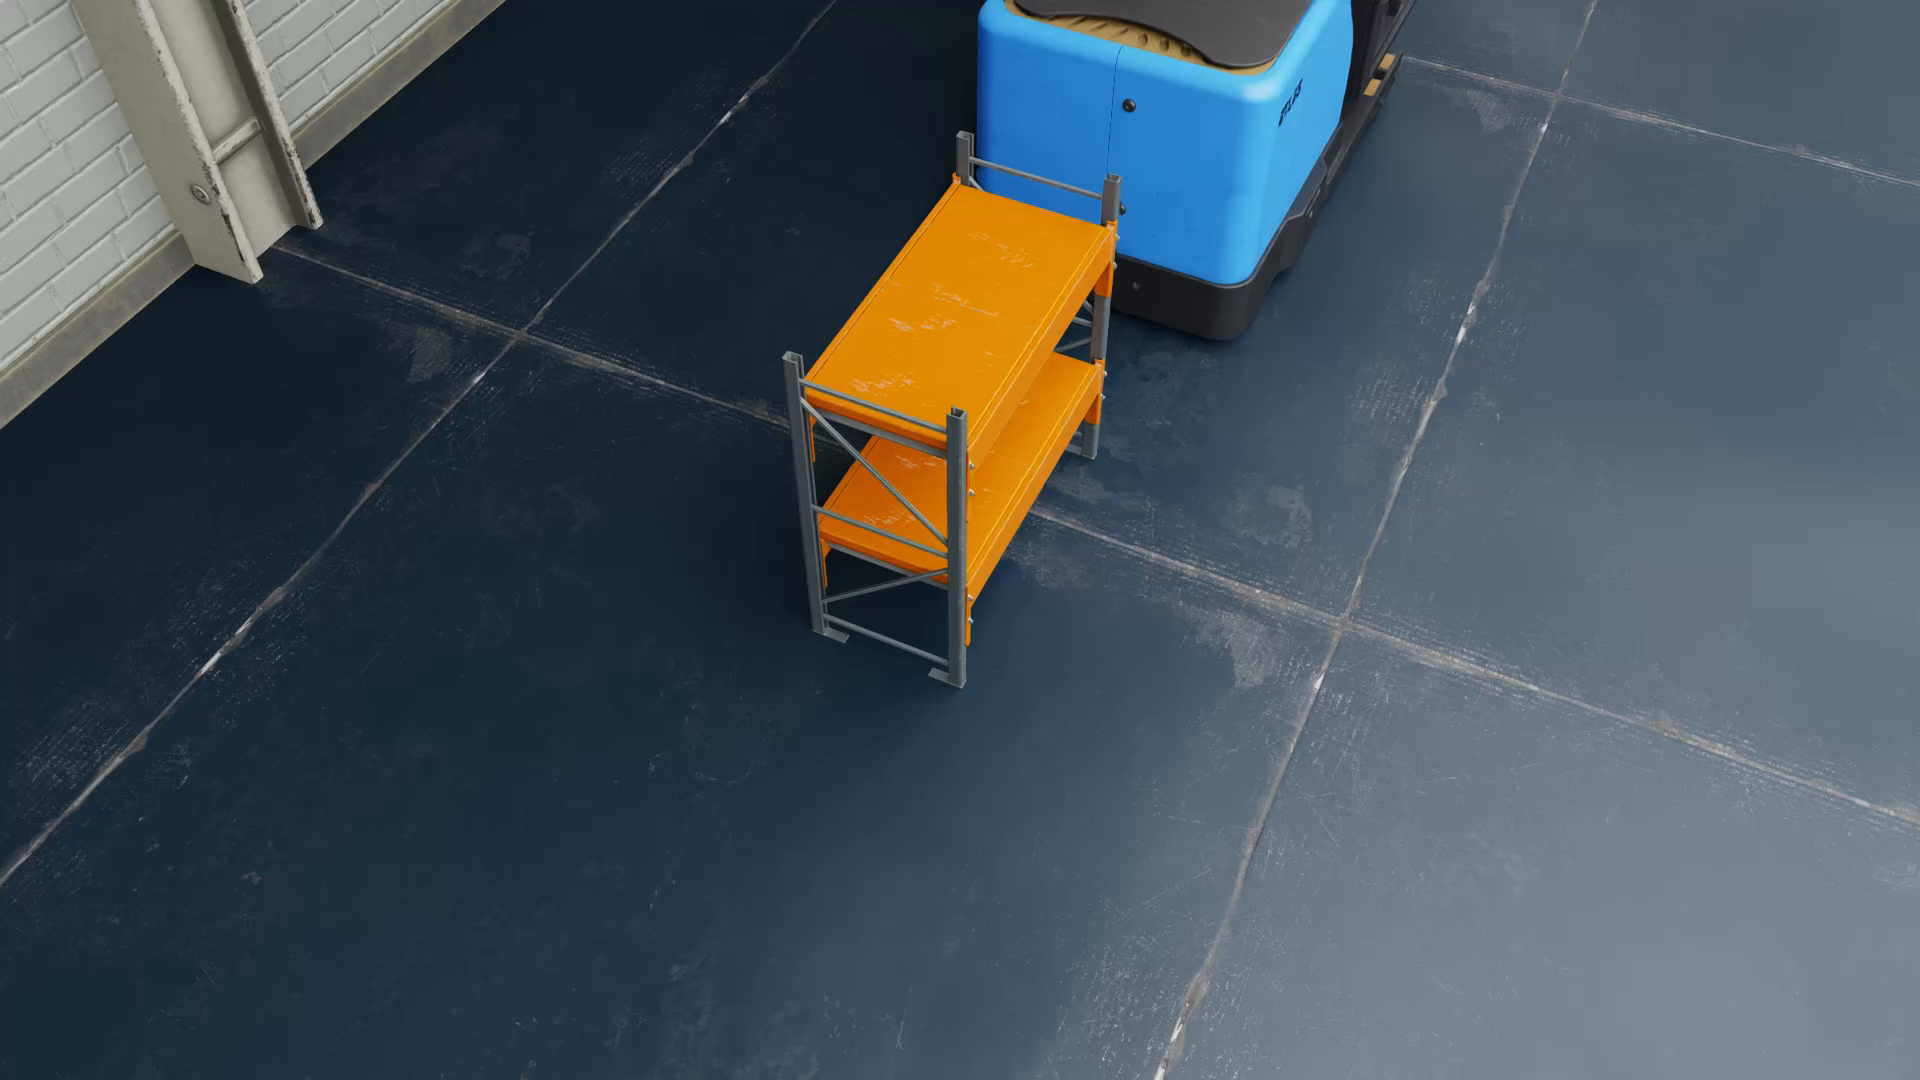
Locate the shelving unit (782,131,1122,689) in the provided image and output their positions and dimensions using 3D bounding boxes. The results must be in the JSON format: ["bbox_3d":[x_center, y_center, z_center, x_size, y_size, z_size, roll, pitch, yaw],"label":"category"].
[{"bbox_3d":[0.003,-0.369,4.826,0.538,1.125,1.048,20,52,16],"label":"shelving unit"}]

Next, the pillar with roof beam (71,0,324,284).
[{"bbox_3d":[1.273,-2.631,1.580,9.100,9.000,0.400,20,52,16],"label":"pillar with roof beam"}]

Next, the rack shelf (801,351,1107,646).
[{"bbox_3d":[0.003,-0.211,5.012,0.538,0.278,1.000,20,52,16],"label":"rack shelf"}]

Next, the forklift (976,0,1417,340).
[{"bbox_3d":[1.144,-2.775,5.687,1.130,2.935,3.031,21,53,17],"label":"forklift"}]

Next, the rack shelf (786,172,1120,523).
[{"bbox_3d":[0.003,-0.559,4.603,0.538,0.278,1.000,20,52,16],"label":"rack shelf"}]

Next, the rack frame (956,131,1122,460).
[{"bbox_3d":[0.220,-0.719,5.123,0.500,1.125,0.032,20,52,16],"label":"rack frame"}]

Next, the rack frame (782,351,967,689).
[{"bbox_3d":[-0.214,-0.019,4.528,0.500,1.125,0.032,20,52,16],"label":"rack frame"}]
